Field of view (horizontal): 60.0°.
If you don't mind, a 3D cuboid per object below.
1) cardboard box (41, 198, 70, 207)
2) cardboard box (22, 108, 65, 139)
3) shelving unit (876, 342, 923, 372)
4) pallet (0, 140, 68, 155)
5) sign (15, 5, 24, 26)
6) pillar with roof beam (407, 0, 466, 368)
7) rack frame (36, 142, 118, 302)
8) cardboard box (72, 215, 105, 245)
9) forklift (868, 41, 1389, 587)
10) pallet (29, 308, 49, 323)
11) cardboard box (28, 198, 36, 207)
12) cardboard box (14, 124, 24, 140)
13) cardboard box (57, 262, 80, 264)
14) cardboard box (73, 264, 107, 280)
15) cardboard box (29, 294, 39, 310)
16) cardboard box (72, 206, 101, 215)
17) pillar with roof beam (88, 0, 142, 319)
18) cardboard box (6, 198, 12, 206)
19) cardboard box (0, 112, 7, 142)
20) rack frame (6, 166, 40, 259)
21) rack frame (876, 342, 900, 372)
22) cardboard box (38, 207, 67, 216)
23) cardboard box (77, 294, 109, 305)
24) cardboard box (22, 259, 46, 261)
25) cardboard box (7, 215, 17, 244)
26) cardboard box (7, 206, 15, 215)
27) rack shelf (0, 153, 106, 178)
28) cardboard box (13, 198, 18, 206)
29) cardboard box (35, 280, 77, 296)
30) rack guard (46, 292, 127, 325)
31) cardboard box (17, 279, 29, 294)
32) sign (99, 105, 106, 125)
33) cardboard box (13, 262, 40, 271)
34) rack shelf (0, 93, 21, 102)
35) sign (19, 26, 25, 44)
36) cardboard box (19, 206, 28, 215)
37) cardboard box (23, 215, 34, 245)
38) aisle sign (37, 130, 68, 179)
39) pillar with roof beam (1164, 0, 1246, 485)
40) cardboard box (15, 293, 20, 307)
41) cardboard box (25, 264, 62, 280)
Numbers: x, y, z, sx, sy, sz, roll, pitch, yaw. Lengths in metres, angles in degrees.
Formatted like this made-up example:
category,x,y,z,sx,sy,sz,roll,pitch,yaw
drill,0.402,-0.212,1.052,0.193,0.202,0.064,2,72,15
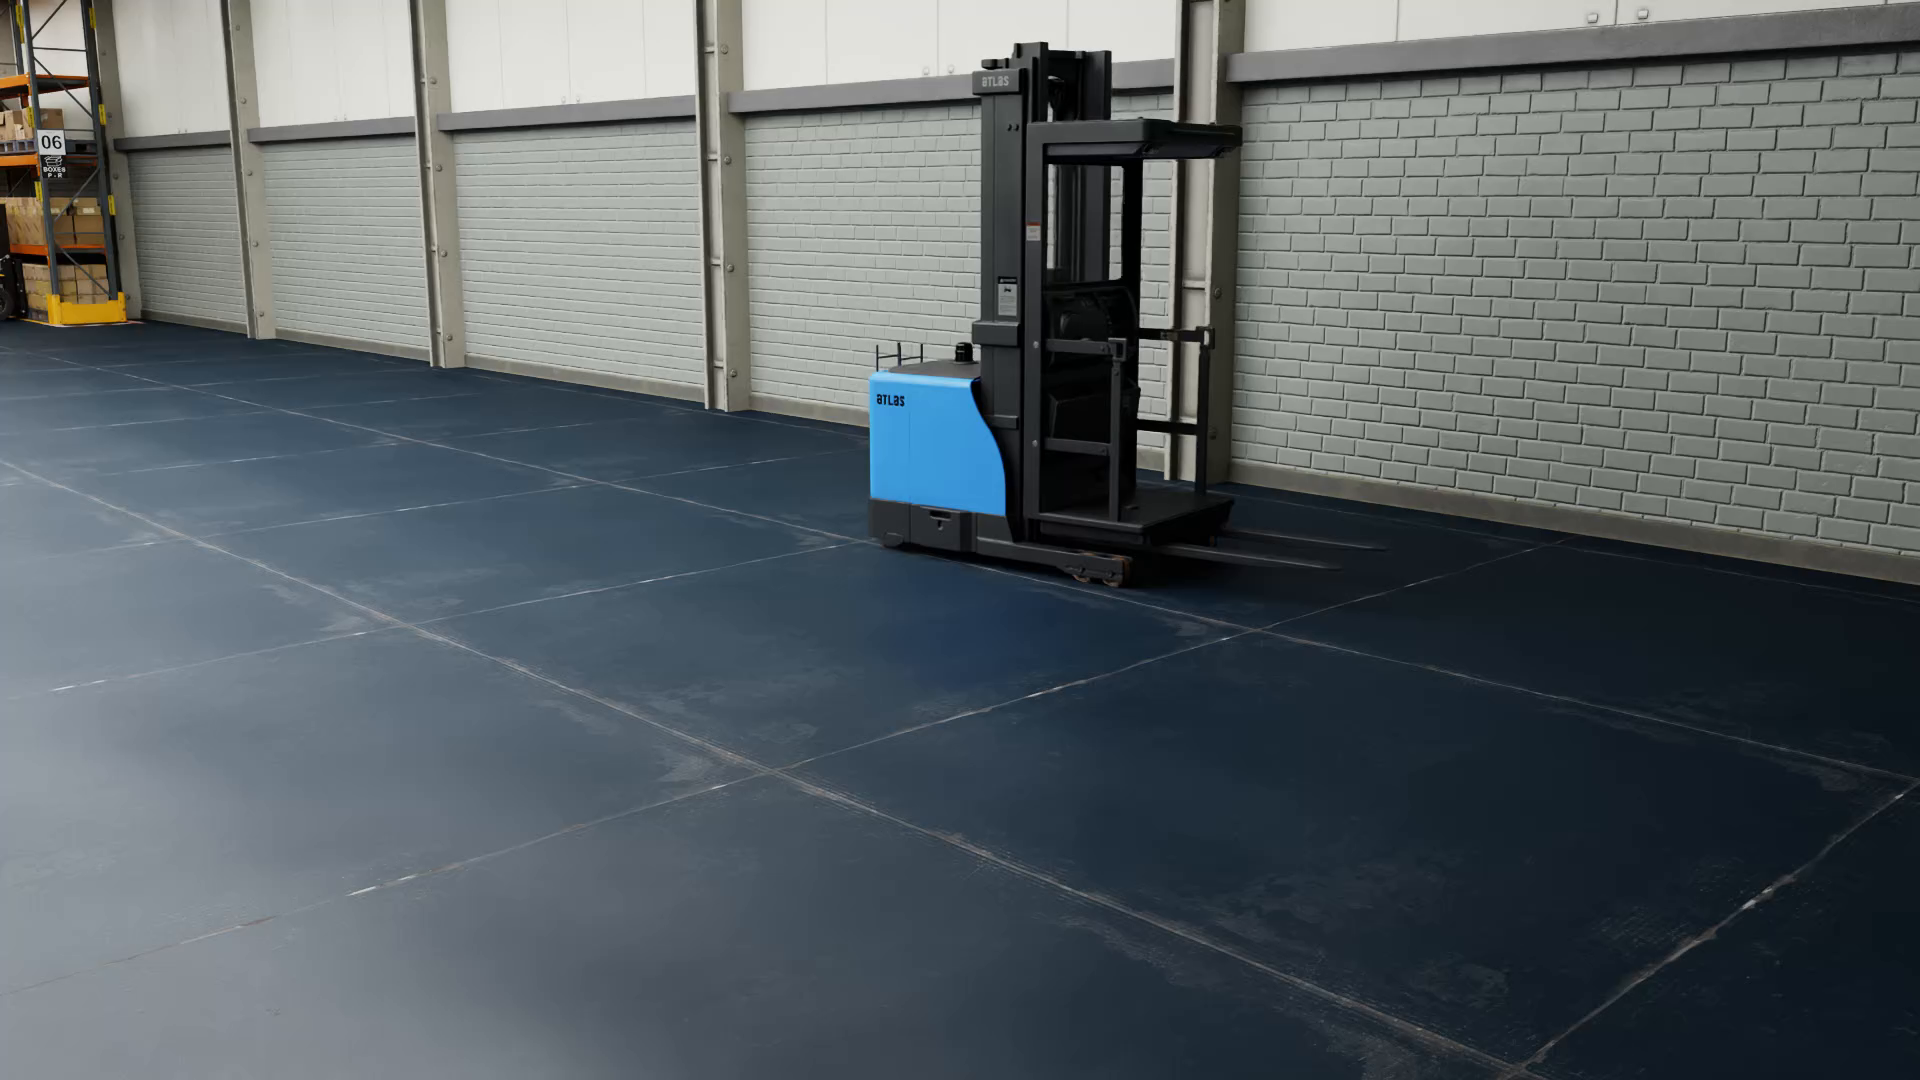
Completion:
category,x,y,z,sx,sy,sz,roll,pitch,yaw
cardboard box,-15.348,-5.734,28.218,0.380,0.149,0.250,-11,16,-42
cardboard box,-15.431,-7.002,27.996,0.500,0.500,0.500,-10,15,-41
shelving unit,-0.380,-0.642,10.553,0.189,1.200,0.258,8,14,35
pallet,-16.265,-6.910,29.301,1.003,0.211,1.213,-11,16,-43
sign,-15.351,-8.560,27.148,0.100,0.325,0.005,-11,16,-43
pillar with roof beam,-9.604,-6.013,17.298,9.100,9.000,0.400,-11,16,-43
rack frame,-14.949,-5.199,28.212,1.000,3.000,0.127,-11,16,-43
cardboard box,-15.090,-5.359,28.741,0.500,0.500,0.500,-10,15,-41
forklift,0.927,-1.299,9.454,3.031,2.935,1.130,8,14,35
pallet,-15.507,-3.939,29.007,1.003,0.211,1.213,-11,16,-43
cardboard box,-15.741,-5.800,28.539,0.380,0.149,0.250,-10,16,-41
cardboard box,-15.916,-6.973,28.432,0.396,0.266,0.258,-11,16,-42
cardboard box,-15.829,-4.791,29.528,0.500,0.250,0.500,-11,16,-43
cardboard box,-15.144,-4.644,28.815,0.500,0.250,0.500,-11,16,-43
cardboard box,-15.838,-4.156,28.925,0.500,0.250,0.500,-11,16,-43
cardboard box,-14.995,-5.651,28.553,0.250,0.149,0.380,11,16,44
pillar with roof beam,-17.891,-7.765,25.798,9.100,9.000,0.400,-11,16,-43
cardboard box,-16.758,-6.030,29.655,0.380,0.149,0.250,-11,16,-43
cardboard box,-16.442,-7.258,29.229,0.797,0.503,0.637,-10,15,-41
rack frame,-17.711,-5.783,31.046,1.000,3.000,0.127,-11,16,-43
rack frame,-0.454,-0.653,10.606,0.006,1.200,0.240,8,14,35
cardboard box,-15.391,-5.577,28.193,0.380,0.149,0.250,-11,16,-42
cardboard box,-15.146,-4.157,28.928,0.500,0.250,0.500,-11,16,-42
cardboard box,-17.231,-5.087,30.962,0.500,0.250,0.500,-10,16,-41
cardboard box,-16.539,-5.507,29.459,0.500,0.500,0.500,-11,16,-42
cardboard box,-16.628,-5.838,29.458,0.380,0.149,0.250,-11,16,-44
rack shelf,-16.330,-6.608,29.399,1.077,0.370,4.000,-11,16,-43
cardboard box,-16.302,-5.907,29.054,0.380,0.149,0.250,-10,16,-41
cardboard box,-15.511,-4.330,28.530,0.500,0.250,0.500,-11,16,-43
rack guard,-14.932,-3.971,28.448,1.175,0.500,0.348,-11,16,-43
cardboard box,-16.221,-4.477,29.244,0.500,0.250,0.500,-11,16,-44
sign,-14.543,-7.211,28.185,0.100,0.325,0.005,-11,16,-43
cardboard box,-16.549,-4.792,29.534,0.500,0.250,0.500,-11,16,-44
rack shelf,-19.092,-8.465,31.970,1.077,0.370,4.000,-11,16,-43
sign,-17.293,-9.330,30.688,0.100,0.325,0.005,-11,16,-43
cardboard box,-16.105,-5.727,28.920,0.250,0.149,0.380,11,16,43
cardboard box,-15.830,-5.360,28.747,0.500,0.500,0.500,-10,15,-41
aisle sign,-15.116,-6.422,27.705,0.394,0.787,0.004,-11,16,-43
pillar with roof beam,-1.317,-4.262,8.797,9.100,9.000,0.400,-11,16,-43
cardboard box,-16.552,-4.303,29.639,0.500,0.250,0.500,-10,15,-41
cardboard box,-15.849,-4.645,28.820,0.500,0.250,0.500,-11,16,-42
